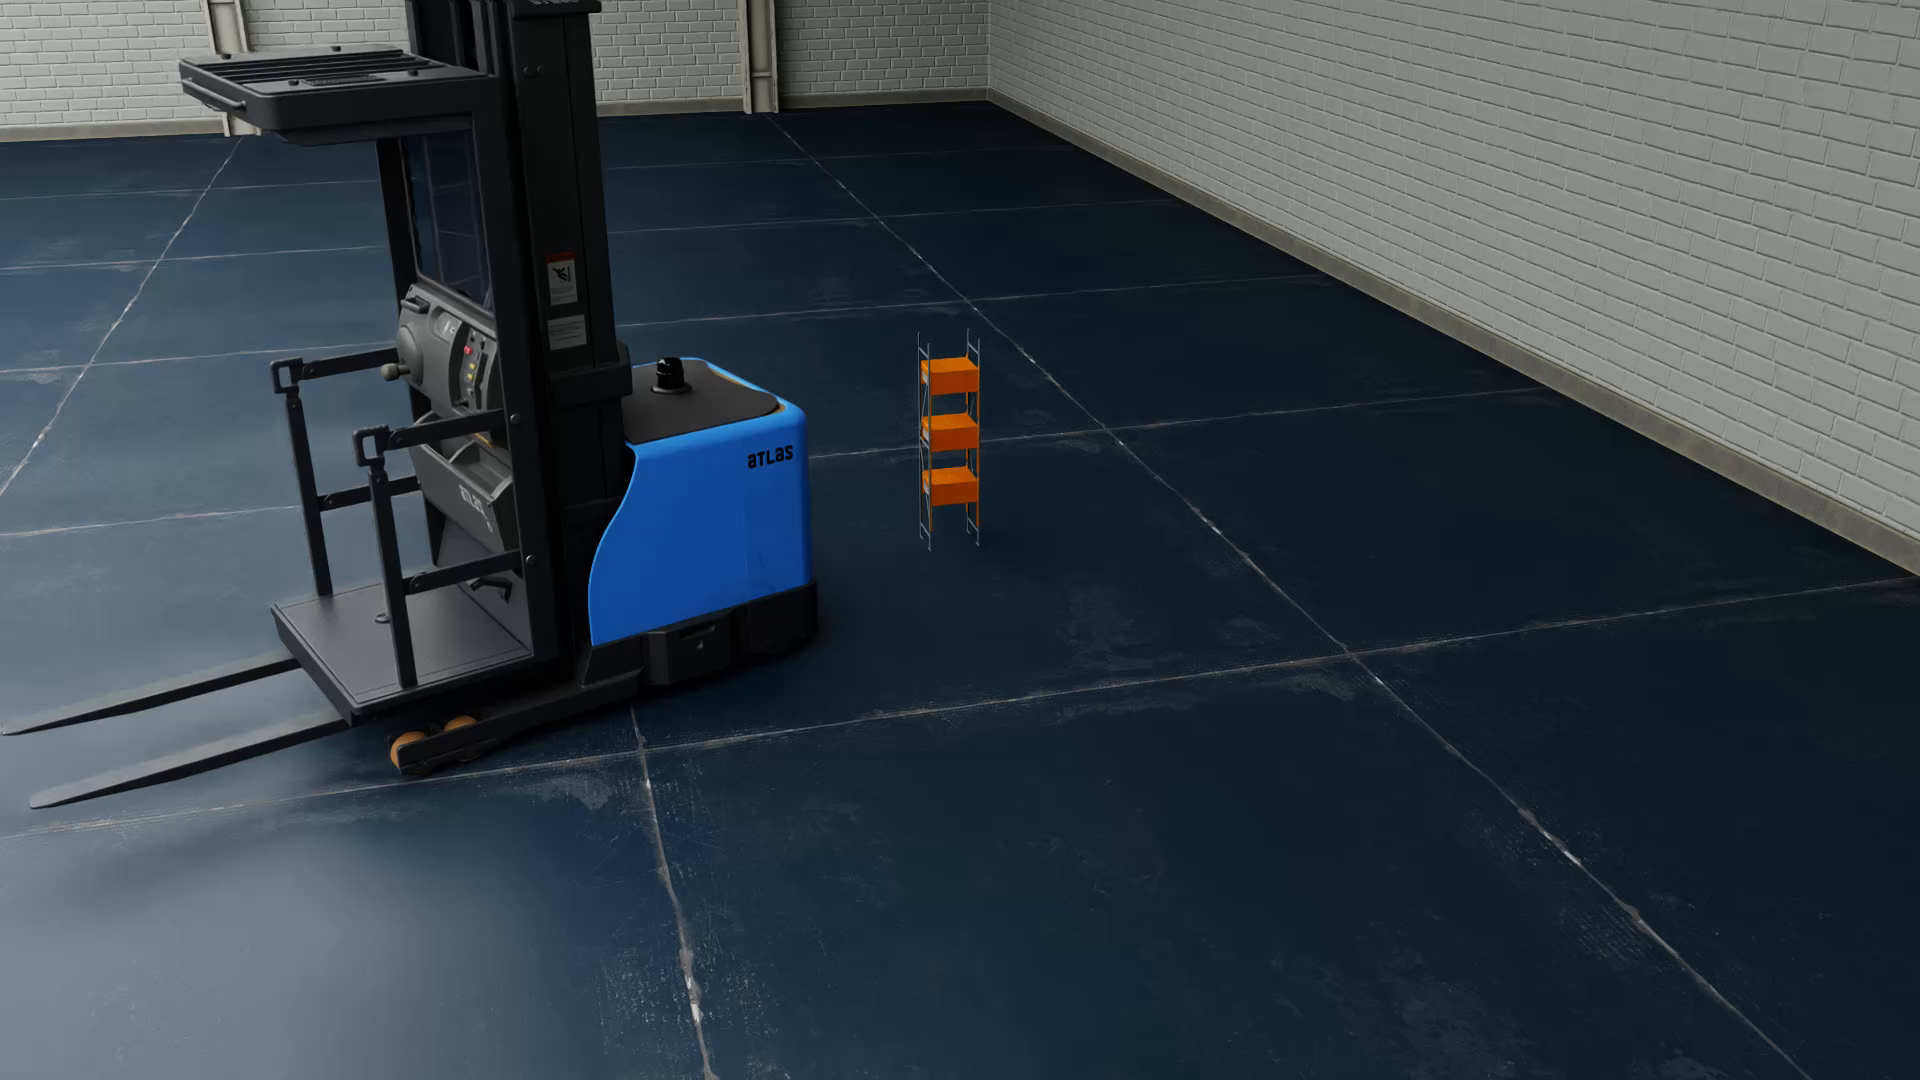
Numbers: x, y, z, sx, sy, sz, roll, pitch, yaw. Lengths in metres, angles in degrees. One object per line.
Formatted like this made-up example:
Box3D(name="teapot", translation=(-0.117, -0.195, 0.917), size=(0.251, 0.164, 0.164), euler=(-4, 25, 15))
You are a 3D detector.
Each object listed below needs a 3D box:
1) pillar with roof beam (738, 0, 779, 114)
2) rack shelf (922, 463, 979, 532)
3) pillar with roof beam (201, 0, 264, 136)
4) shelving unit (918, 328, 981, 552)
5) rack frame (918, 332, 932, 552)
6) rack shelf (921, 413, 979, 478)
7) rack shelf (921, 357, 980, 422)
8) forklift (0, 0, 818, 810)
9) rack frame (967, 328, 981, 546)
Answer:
Box3D(name="pillar with roof beam", translation=(-1.307, -7.828, 15.081), size=(0.400, 9.000, 9.100), euler=(-6, 24, -14))
Box3D(name="rack shelf", translation=(-0.052, -0.212, 8.143), size=(0.240, 0.259, 0.215), euler=(-6, 24, -14))
Box3D(name="pillar with roof beam", translation=(-7.084, -7.189, 13.592), size=(0.400, 9.000, 9.100), euler=(-6, 24, -14))
Box3D(name="shelving unit", translation=(-0.052, -0.477, 8.030), size=(0.252, 1.050, 0.215), euler=(-6, 24, -14))
Box3D(name="rack frame", translation=(-0.169, -0.464, 7.999), size=(0.008, 1.050, 0.200), euler=(-6, 24, -14))
Box3D(name="rack shelf", translation=(-0.052, -0.467, 8.034), size=(0.240, 0.259, 0.215), euler=(-6, 24, -14))
Box3D(name="rack shelf", translation=(-0.052, -0.728, 7.922), size=(0.240, 0.259, 0.215), euler=(-6, 24, -14))
Box3D(name="forklift", translation=(-2.100, -0.700, 6.165), size=(3.031, 2.935, 1.130), euler=(-16, 28, -33))
Box3D(name="rack frame", translation=(0.066, -0.490, 8.060), size=(0.008, 1.050, 0.200), euler=(-6, 24, -14))
